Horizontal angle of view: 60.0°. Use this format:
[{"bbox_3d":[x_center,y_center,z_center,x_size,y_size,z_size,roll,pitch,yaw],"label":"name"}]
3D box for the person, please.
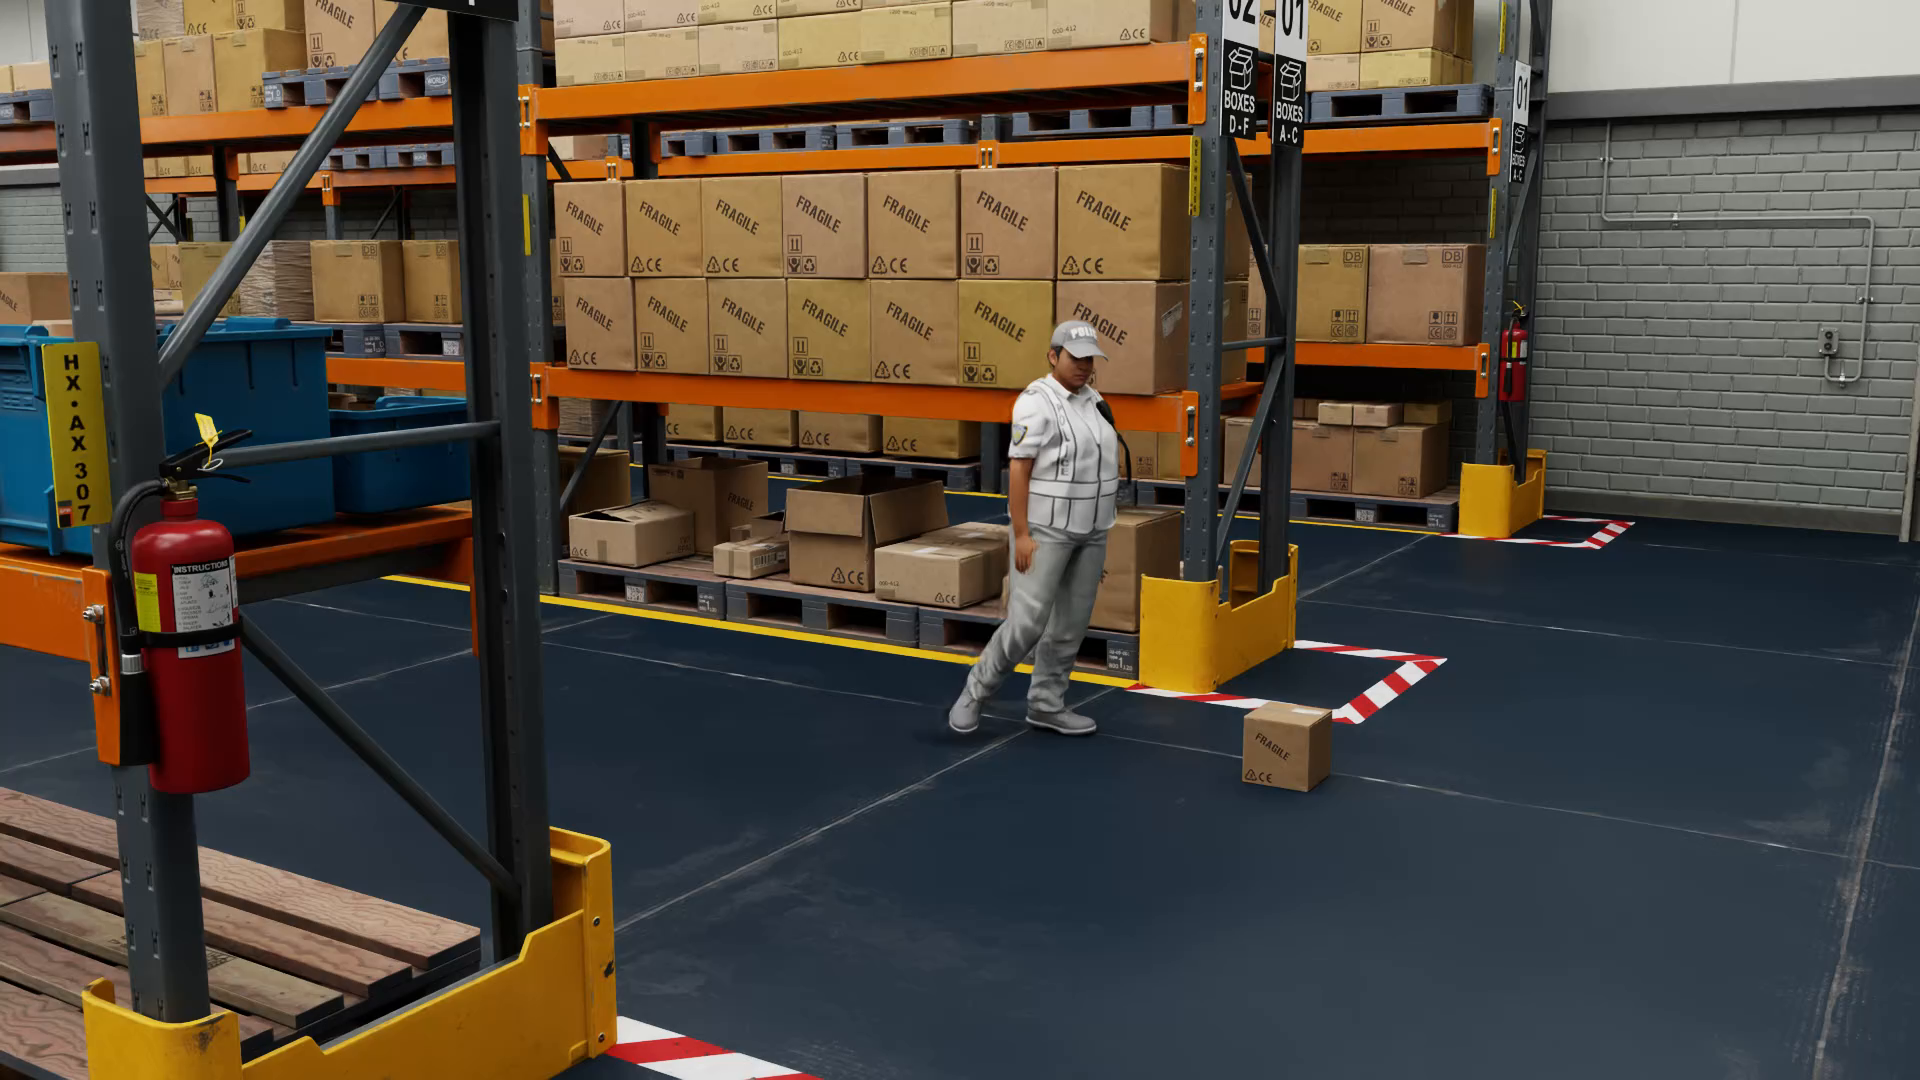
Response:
[{"bbox_3d":[0.301,-0.030,6.512,0.657,1.656,0.532,-9,13,-43],"label":"person"}]
